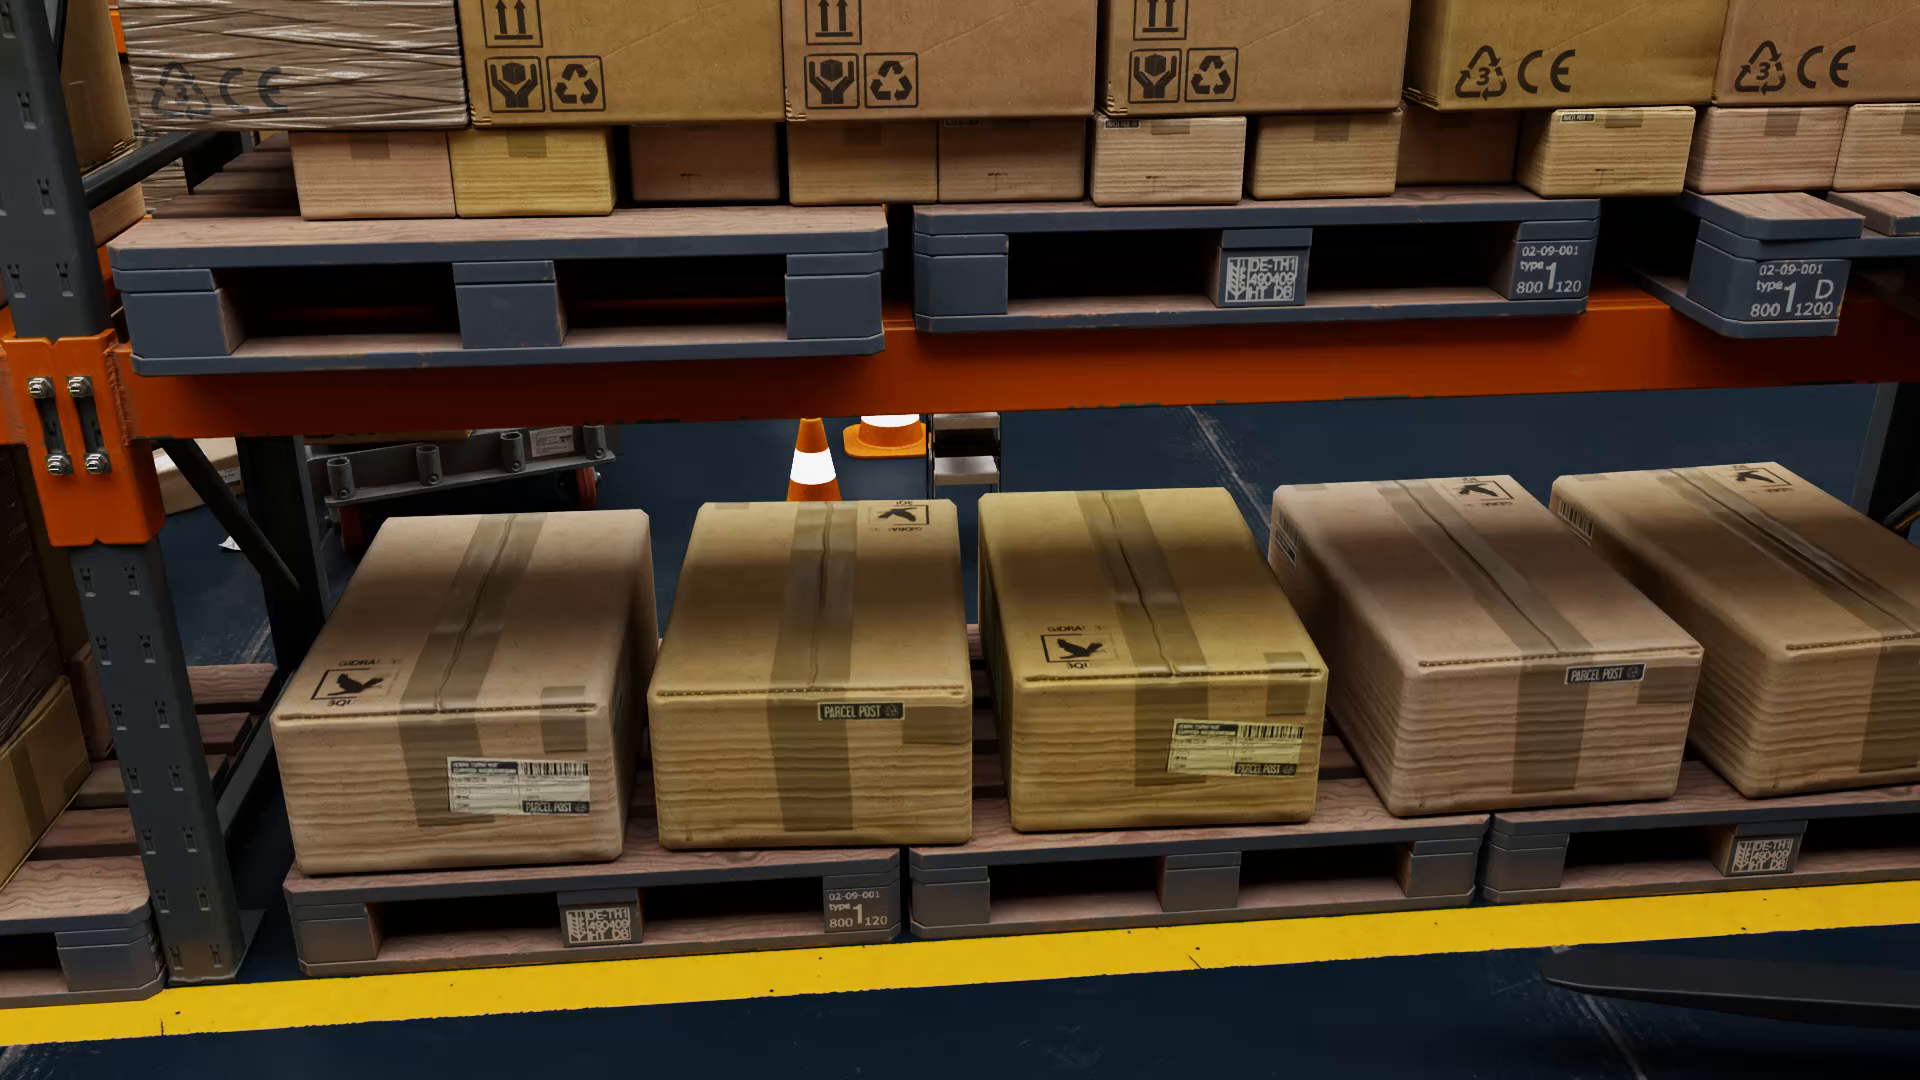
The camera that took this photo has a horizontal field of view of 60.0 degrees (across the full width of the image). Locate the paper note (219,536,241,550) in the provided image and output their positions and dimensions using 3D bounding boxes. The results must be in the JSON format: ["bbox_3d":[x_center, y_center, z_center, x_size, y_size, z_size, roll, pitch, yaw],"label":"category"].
[{"bbox_3d":[-2.237,-0.007,5.228,0.142,0.019,0.148,-2,24,-5],"label":"paper note"}]

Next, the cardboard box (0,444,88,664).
[{"bbox_3d":[-2.155,-0.059,3.635,0.500,0.500,0.500,-1,24,-3],"label":"cardboard box"}]

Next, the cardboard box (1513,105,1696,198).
[{"bbox_3d":[1.106,-0.732,2.997,0.250,0.149,0.380,-2,24,-4],"label":"cardboard box"}]

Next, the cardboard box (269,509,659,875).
[{"bbox_3d":[-1.020,0.291,3.619,0.625,0.372,0.950,-2,24,-4],"label":"cardboard box"}]

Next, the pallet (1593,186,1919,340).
[{"bbox_3d":[1.740,-0.696,3.359,1.003,0.211,1.213,-2,24,-5],"label":"pallet"}]

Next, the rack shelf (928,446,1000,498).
[{"bbox_3d":[0.008,-0.217,5.155,0.200,0.077,0.258,-2,24,-5],"label":"rack shelf"}]

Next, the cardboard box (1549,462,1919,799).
[{"bbox_3d":[1.876,0.172,3.888,0.625,0.372,0.950,-4,24,-9],"label":"cardboard box"}]

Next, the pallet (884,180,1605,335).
[{"bbox_3d":[0.473,-0.672,3.305,1.213,0.211,1.003,-2,24,-5],"label":"pallet"}]

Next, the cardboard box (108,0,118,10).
[{"bbox_3d":[-3.589,-2.736,7.528,0.550,0.550,0.875,-2,24,-5],"label":"cardboard box"}]

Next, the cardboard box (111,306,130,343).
[{"bbox_3d":[-3.093,-0.591,5.793,0.503,0.637,0.797,-2,24,-5],"label":"cardboard box"}]

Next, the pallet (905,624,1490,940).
[{"bbox_3d":[0.450,0.497,3.872,1.213,0.211,1.003,-2,24,-5],"label":"pallet"}]

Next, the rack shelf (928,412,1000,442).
[{"bbox_3d":[0.008,-0.381,5.081,0.200,0.077,0.258,-2,24,-5],"label":"rack shelf"}]

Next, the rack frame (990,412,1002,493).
[{"bbox_3d":[0.109,-0.416,5.077,0.006,0.900,0.240,-2,24,-5],"label":"rack frame"}]

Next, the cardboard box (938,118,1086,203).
[{"bbox_3d":[0.070,-0.718,2.965,0.250,0.149,0.380,-2,24,-5],"label":"cardboard box"}]

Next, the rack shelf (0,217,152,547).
[{"bbox_3d":[-3.532,-0.287,3.088,4.000,0.370,1.077,-2,24,-5],"label":"rack shelf"}]

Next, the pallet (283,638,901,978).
[{"bbox_3d":[-0.767,0.547,3.759,1.213,0.211,1.003,-2,24,-5],"label":"pallet"}]

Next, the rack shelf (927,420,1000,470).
[{"bbox_3d":[0.008,-0.299,5.118,0.200,0.077,0.258,-2,24,-5],"label":"rack shelf"}]

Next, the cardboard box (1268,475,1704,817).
[{"bbox_3d":[1.142,0.205,3.814,0.625,0.372,0.950,-3,24,-6],"label":"cardboard box"}]

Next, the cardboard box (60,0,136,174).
[{"bbox_3d":[-2.007,-0.972,3.255,0.500,0.500,0.500,-2,24,-5],"label":"cardboard box"}]

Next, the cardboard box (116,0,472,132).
[{"bbox_3d":[-1.047,-0.972,2.737,0.500,0.500,0.500,-2,24,-4],"label":"cardboard box"}]

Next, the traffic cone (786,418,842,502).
[{"bbox_3d":[-0.445,-0.152,5.021,0.334,0.463,0.336,-2,24,-5],"label":"traffic cone"}]

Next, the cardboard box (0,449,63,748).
[{"bbox_3d":[-2.104,0.159,3.145,0.500,0.500,0.500,-3,24,-6],"label":"cardboard box"}]

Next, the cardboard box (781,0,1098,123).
[{"bbox_3d":[-0.055,-1.006,2.814,0.500,0.500,0.500,-2,24,-5],"label":"cardboard box"}]

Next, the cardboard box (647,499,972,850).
[{"bbox_3d":[-0.305,0.261,3.687,0.625,0.372,0.950,-1,24,-2],"label":"cardboard box"}]

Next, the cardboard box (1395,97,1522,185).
[{"bbox_3d":[0.844,-0.773,3.089,0.250,0.149,0.380,-2,24,-5],"label":"cardboard box"}]

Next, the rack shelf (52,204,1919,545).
[{"bbox_3d":[0.449,-0.447,3.447,4.000,0.370,1.077,-2,24,-5],"label":"rack shelf"}]

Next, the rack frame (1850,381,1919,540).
[{"bbox_3d":[2.439,-0.855,3.481,0.127,3.000,1.000,-2,24,-5],"label":"rack frame"}]

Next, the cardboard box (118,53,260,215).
[{"bbox_3d":[-3.658,-1.879,7.883,0.875,0.875,0.875,-2,24,-5],"label":"cardboard box"}]

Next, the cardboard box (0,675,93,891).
[{"bbox_3d":[-2.104,0.501,3.297,0.500,0.250,0.500,-1,24,-3],"label":"cardboard box"}]

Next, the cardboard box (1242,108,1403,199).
[{"bbox_3d":[0.602,-0.730,2.992,0.250,0.149,0.380,-3,24,-7],"label":"cardboard box"}]

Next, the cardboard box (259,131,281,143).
[{"bbox_3d":[-2.762,-1.916,7.967,0.875,0.875,0.875,-2,24,-4],"label":"cardboard box"}]

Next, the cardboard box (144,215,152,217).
[{"bbox_3d":[-3.573,-1.074,7.048,0.500,0.500,0.500,2,24,4],"label":"cardboard box"}]

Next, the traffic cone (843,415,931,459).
[{"bbox_3d":[-0.255,-0.567,5.957,0.334,0.463,0.336,-2,24,-5],"label":"traffic cone"}]

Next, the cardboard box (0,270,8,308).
[{"bbox_3d":[-1.832,-0.445,2.867,0.250,0.149,0.380,-3,24,-6],"label":"cardboard box"}]

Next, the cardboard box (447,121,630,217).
[{"bbox_3d":[-0.711,-0.673,2.864,0.250,0.149,0.380,-2,24,-4],"label":"cardboard box"}]

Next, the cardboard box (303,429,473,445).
[{"bbox_3d":[-1.747,-0.618,5.091,0.500,0.500,0.500,-2,24,-5],"label":"cardboard box"}]

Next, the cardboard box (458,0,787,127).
[{"bbox_3d":[-0.549,-0.992,2.782,0.500,0.500,0.500,-2,24,-5],"label":"cardboard box"}]

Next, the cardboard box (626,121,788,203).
[{"bbox_3d":[-0.437,-0.716,2.959,0.250,0.149,0.380,-1,24,-2],"label":"cardboard box"}]

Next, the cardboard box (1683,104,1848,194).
[{"bbox_3d":[1.379,-0.749,3.035,0.250,0.149,0.380,-3,24,-8],"label":"cardboard box"}]

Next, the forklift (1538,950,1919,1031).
[{"bbox_3d":[2.516,-0.184,2.056,3.031,2.935,1.130,2,24,5],"label":"forklift"}]

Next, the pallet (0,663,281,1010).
[{"bbox_3d":[-2.207,0.620,3.595,1.213,0.211,1.003,-2,24,-5],"label":"pallet"}]

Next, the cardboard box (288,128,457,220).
[{"bbox_3d":[-0.961,-0.667,2.850,0.250,0.149,0.380,-2,24,-4],"label":"cardboard box"}]

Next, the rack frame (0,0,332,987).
[{"bbox_3d":[-1.542,-0.695,3.122,0.127,3.000,1.000,-2,24,-5],"label":"rack frame"}]

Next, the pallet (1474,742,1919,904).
[{"bbox_3d":[1.661,0.450,3.978,1.213,0.211,1.003,-2,24,-5],"label":"pallet"}]

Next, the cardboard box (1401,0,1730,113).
[{"bbox_3d":[0.998,-1.052,2.918,0.500,0.500,0.500,-4,24,-9],"label":"cardboard box"}]

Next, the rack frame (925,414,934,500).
[{"bbox_3d":[-0.093,-0.407,5.059,0.006,0.900,0.240,-2,24,-5],"label":"rack frame"}]

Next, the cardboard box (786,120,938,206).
[{"bbox_3d":[-0.177,-0.709,2.944,0.250,0.149,0.380,-2,24,-4],"label":"cardboard box"}]

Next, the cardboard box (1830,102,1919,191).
[{"bbox_3d":[1.630,-0.756,3.050,0.250,0.149,0.380,-2,24,-6],"label":"cardboard box"}]

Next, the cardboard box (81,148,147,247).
[{"bbox_3d":[-1.887,-0.698,3.436,0.250,0.149,0.380,-2,24,-5],"label":"cardboard box"}]

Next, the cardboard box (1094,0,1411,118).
[{"bbox_3d":[0.455,-1.031,2.870,0.500,0.500,0.500,-3,24,-7],"label":"cardboard box"}]

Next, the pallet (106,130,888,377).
[{"bbox_3d":[-0.767,-0.580,3.097,1.213,0.211,1.003,-2,24,-5],"label":"pallet"}]

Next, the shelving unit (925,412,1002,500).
[{"bbox_3d":[0.008,-0.412,5.068,0.210,0.900,0.258,-2,24,-5],"label":"shelving unit"}]

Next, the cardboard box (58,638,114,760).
[{"bbox_3d":[-2.155,0.284,3.787,0.500,0.250,0.500,-3,24,-8],"label":"cardboard box"}]

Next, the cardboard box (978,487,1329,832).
[{"bbox_3d":[0.387,0.233,3.751,0.625,0.372,0.950,-2,24,-3],"label":"cardboard box"}]

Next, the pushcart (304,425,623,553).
[{"bbox_3d":[-1.816,-0.417,5.723,0.936,0.377,1.648,-11,26,-23],"label":"pushcart"}]

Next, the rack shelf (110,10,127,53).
[{"bbox_3d":[-4.119,-2.284,7.580,4.000,0.370,1.077,-2,24,-5],"label":"rack shelf"}]

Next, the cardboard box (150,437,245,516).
[{"bbox_3d":[-2.563,-0.281,5.555,0.258,0.266,0.396,22,32,40],"label":"cardboard box"}]

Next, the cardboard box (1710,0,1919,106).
[{"bbox_3d":[1.500,-1.073,2.965,0.500,0.500,0.500,-3,24,-6],"label":"cardboard box"}]

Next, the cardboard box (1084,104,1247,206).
[{"bbox_3d":[0.339,-0.708,2.941,0.250,0.149,0.380,-1,24,-3],"label":"cardboard box"}]
